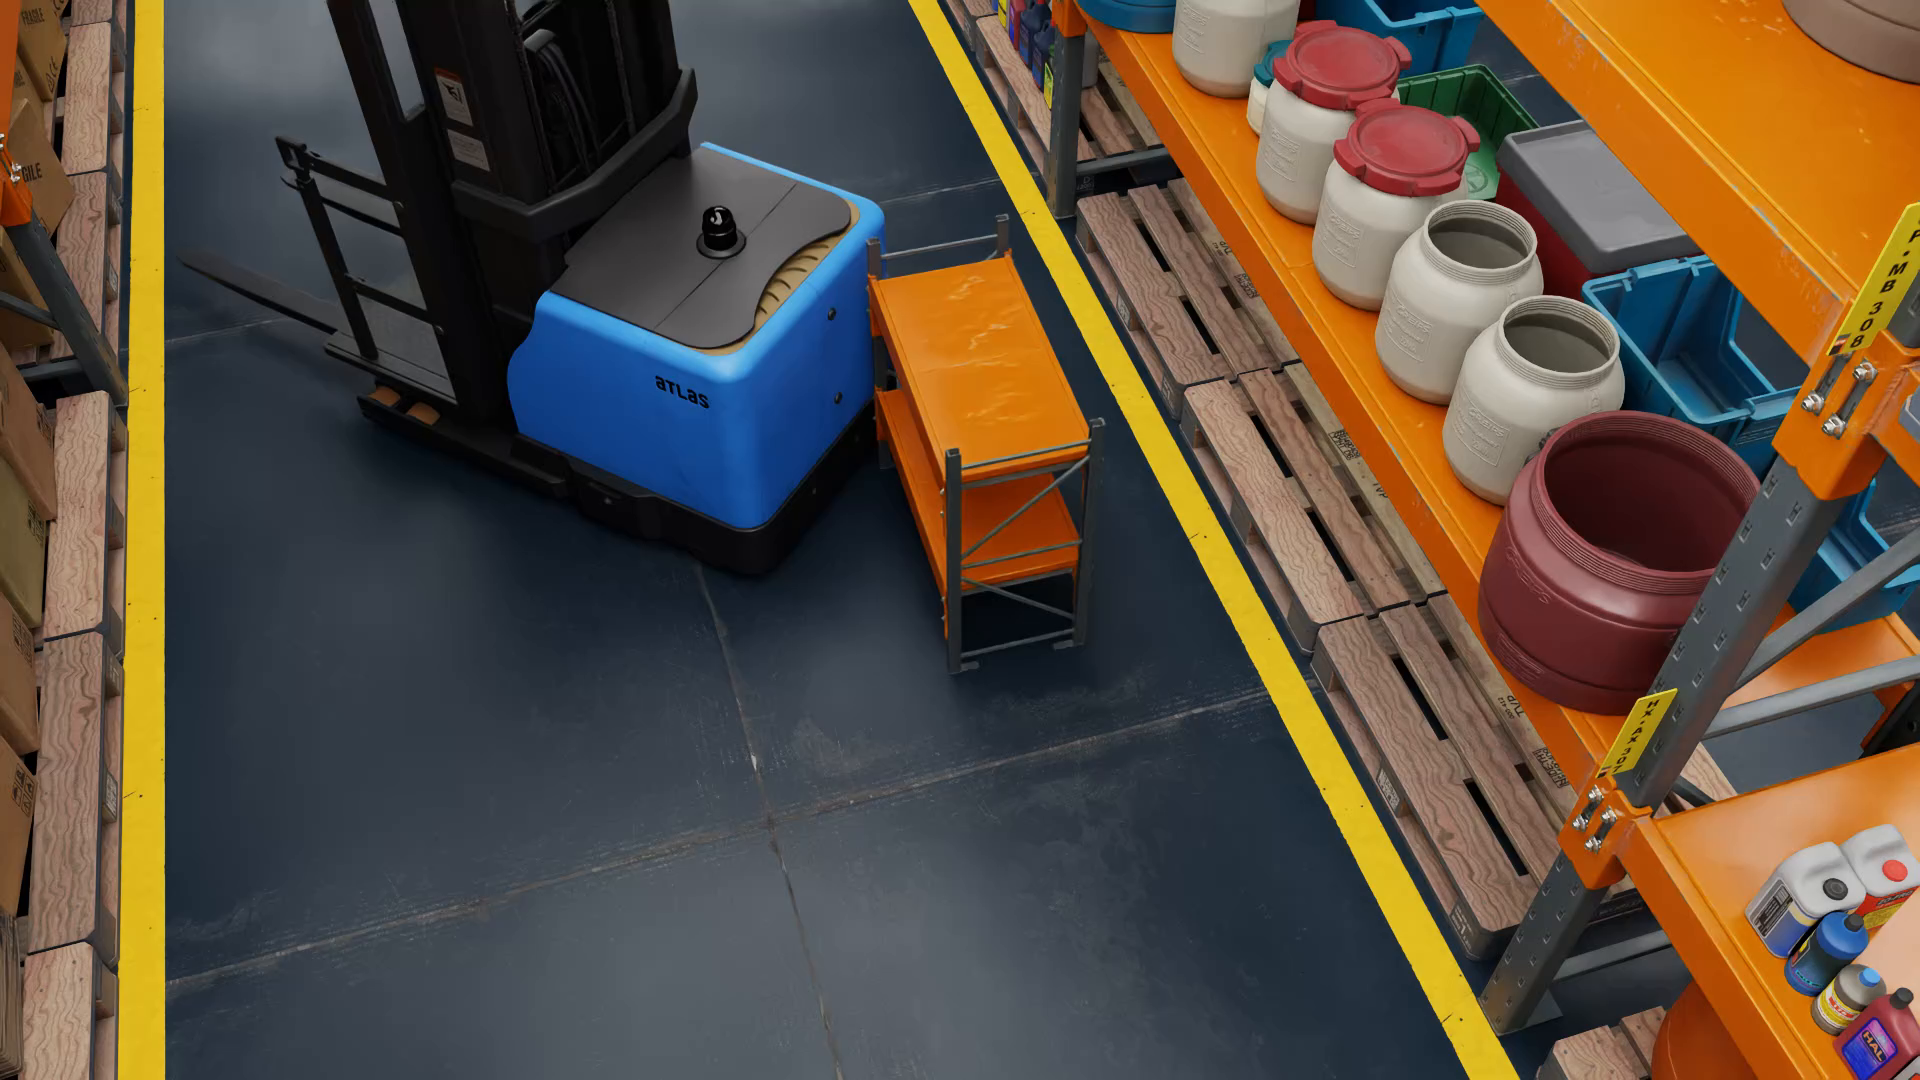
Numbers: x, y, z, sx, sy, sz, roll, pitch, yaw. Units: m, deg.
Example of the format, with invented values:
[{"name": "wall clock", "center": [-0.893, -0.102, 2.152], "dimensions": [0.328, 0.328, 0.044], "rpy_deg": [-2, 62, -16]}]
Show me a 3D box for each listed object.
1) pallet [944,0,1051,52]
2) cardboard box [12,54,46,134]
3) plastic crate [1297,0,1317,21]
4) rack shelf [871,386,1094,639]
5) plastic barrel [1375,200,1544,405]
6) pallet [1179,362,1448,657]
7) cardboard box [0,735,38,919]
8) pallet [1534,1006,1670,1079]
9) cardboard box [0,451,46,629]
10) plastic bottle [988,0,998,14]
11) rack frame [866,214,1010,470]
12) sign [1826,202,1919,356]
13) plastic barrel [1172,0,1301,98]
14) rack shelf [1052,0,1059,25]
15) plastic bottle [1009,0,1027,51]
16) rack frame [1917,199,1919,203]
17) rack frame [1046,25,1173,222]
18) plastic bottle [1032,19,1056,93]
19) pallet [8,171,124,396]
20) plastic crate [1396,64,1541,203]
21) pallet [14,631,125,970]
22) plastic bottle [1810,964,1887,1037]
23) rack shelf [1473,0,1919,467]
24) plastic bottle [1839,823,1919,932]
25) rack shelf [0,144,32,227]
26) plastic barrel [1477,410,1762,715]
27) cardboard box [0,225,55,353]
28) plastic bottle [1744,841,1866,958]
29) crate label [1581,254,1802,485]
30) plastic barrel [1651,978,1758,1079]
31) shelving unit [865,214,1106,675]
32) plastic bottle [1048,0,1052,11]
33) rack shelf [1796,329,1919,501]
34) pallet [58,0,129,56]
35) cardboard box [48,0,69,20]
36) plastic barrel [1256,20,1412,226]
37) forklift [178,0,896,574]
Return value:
[{"name": "pallet", "center": [0.363, -3.046, 8.680], "dimensions": [1.003, 0.211, 1.213], "rpy_deg": [-13, 51, -11]}, {"name": "cardboard box", "center": [-4.361, -1.915, 7.263], "dimensions": [0.500, 0.500, 0.500], "rpy_deg": [-17, 52, -14]}, {"name": "plastic crate", "center": [1.322, -2.288, 6.175], "dimensions": [0.402, 0.464, 0.583], "rpy_deg": [-13, 51, -11]}, {"name": "rack shelf", "center": [0.063, -0.166, 5.974], "dimensions": [0.538, 0.278, 1.000], "rpy_deg": [-12, 51, -10]}, {"name": "plastic barrel", "center": [1.436, -0.677, 4.786], "dimensions": [0.421, 0.512, 0.421], "rpy_deg": [0, 50, 0]}, {"name": "pallet", "center": [1.520, -0.196, 6.277], "dimensions": [1.003, 0.211, 1.213], "rpy_deg": [-13, 51, -11]}, {"name": "cardboard box", "center": [-3.230, 0.853, 4.916], "dimensions": [0.700, 0.500, 0.500], "rpy_deg": [-9, 51, -8]}, {"name": "pallet", "center": [2.342, 1.834, 4.565], "dimensions": [1.003, 0.211, 1.213], "rpy_deg": [-13, 51, -11]}, {"name": "cardboard box", "center": [-3.561, 0.037, 5.604], "dimensions": [0.700, 0.500, 0.500], "rpy_deg": [-14, 51, -11]}, {"name": "plastic bottle", "center": [0.224, -2.717, 8.072], "dimensions": [0.152, 0.276, 0.135], "rpy_deg": [-12, 51, -10]}, {"name": "rack frame", "center": [-0.074, -0.698, 6.103], "dimensions": [0.500, 1.125, 0.032], "rpy_deg": [-12, 51, -10]}, {"name": "sign", "center": [1.546, -0.434, 2.761], "dimensions": [0.100, 0.325, 0.005], "rpy_deg": [-13, 51, -11]}, {"name": "plastic barrel", "center": [0.960, -1.848, 5.757], "dimensions": [0.433, 0.535, 0.433], "rpy_deg": [0, 50, 0]}, {"name": "rack shelf", "center": [0.295, -3.781, 7.946], "dimensions": [1.077, 0.370, 4.000], "rpy_deg": [-13, 51, -11]}, {"name": "plastic bottle", "center": [0.276, -2.473, 7.862], "dimensions": [0.061, 0.283, 0.133], "rpy_deg": [-10, 51, -9]}, {"name": "rack frame", "center": [2.069, -1.564, 1.683], "dimensions": [1.000, 3.000, 0.127], "rpy_deg": [-13, 51, -11]}, {"name": "rack frame", "center": [0.886, -2.552, 6.440], "dimensions": [1.000, 3.000, 0.127], "rpy_deg": [-13, 51, -11]}, {"name": "plastic bottle", "center": [0.420, -2.245, 7.626], "dimensions": [0.144, 0.351, 0.185], "rpy_deg": [-15, 51, -12]}, {"name": "pallet", "center": [-4.078, -1.016, 6.969], "dimensions": [1.003, 0.211, 1.213], "rpy_deg": [-13, 51, -11]}, {"name": "plastic crate", "center": [1.671, -1.276, 5.502], "dimensions": [0.450, 0.188, 0.662], "rpy_deg": [-13, 51, -11]}, {"name": "pallet", "center": [-3.249, 0.927, 5.330], "dimensions": [1.003, 0.211, 1.213], "rpy_deg": [-13, 51, -11]}, {"name": "plastic bottle", "center": [1.925, 0.984, 3.588], "dimensions": [0.097, 0.201, 0.097], "rpy_deg": [0, 50, 0]}, {"name": "rack shelf", "center": [1.478, -1.826, 4.336], "dimensions": [1.077, 0.370, 4.000], "rpy_deg": [-13, 51, -11]}, {"name": "plastic bottle", "center": [2.034, 0.764, 3.725], "dimensions": [0.152, 0.276, 0.135], "rpy_deg": [-13, 51, -11]}, {"name": "rack shelf", "center": [-3.254, 0.260, 4.539], "dimensions": [1.077, 0.370, 4.000], "rpy_deg": [-13, 51, -11]}, {"name": "plastic barrel", "center": [1.642, 0.055, 4.153], "dimensions": [0.600, 0.536, 0.708], "rpy_deg": [-13, 51, -11]}, {"name": "cardboard box", "center": [-3.925, -1.063, 6.545], "dimensions": [0.500, 0.500, 0.500], "rpy_deg": [-15, 51, -12]}, {"name": "plastic bottle", "center": [1.888, 0.798, 3.696], "dimensions": [0.152, 0.276, 0.135], "rpy_deg": [-13, 51, -11]}, {"name": "crate label", "center": [2.034, -0.429, 4.627], "dimensions": [0.502, 0.435, 0.616], "rpy_deg": [-13, 51, -11]}, {"name": "plastic barrel", "center": [2.230, 1.287, 4.348], "dimensions": [0.600, 0.830, 0.708], "rpy_deg": [-13, 51, -11]}, {"name": "shelving unit", "center": [0.063, -0.324, 5.787], "dimensions": [0.538, 1.125, 1.048], "rpy_deg": [-12, 51, -10]}, {"name": "plastic bottle", "center": [0.498, -2.413, 7.816], "dimensions": [0.152, 0.276, 0.135], "rpy_deg": [-13, 51, -11]}, {"name": "rack shelf", "center": [2.661, 1.095, 1.874], "dimensions": [1.077, 0.370, 4.000], "rpy_deg": [-13, 51, -11]}, {"name": "pallet", "center": [-4.799, -2.798, 8.471], "dimensions": [1.003, 0.211, 1.213], "rpy_deg": [-13, 51, -11]}, {"name": "cardboard box", "center": [-4.650, -2.795, 8.004], "dimensions": [0.500, 0.500, 0.500], "rpy_deg": [-2, 50, -1]}, {"name": "plastic barrel", "center": [1.177, -1.312, 5.305], "dimensions": [0.433, 0.535, 0.433], "rpy_deg": [0, 50, 0]}, {"name": "forklift", "center": [-1.790, -1.653, 5.726], "dimensions": [3.031, 2.935, 1.130], "rpy_deg": [23, 54, 18]}]
